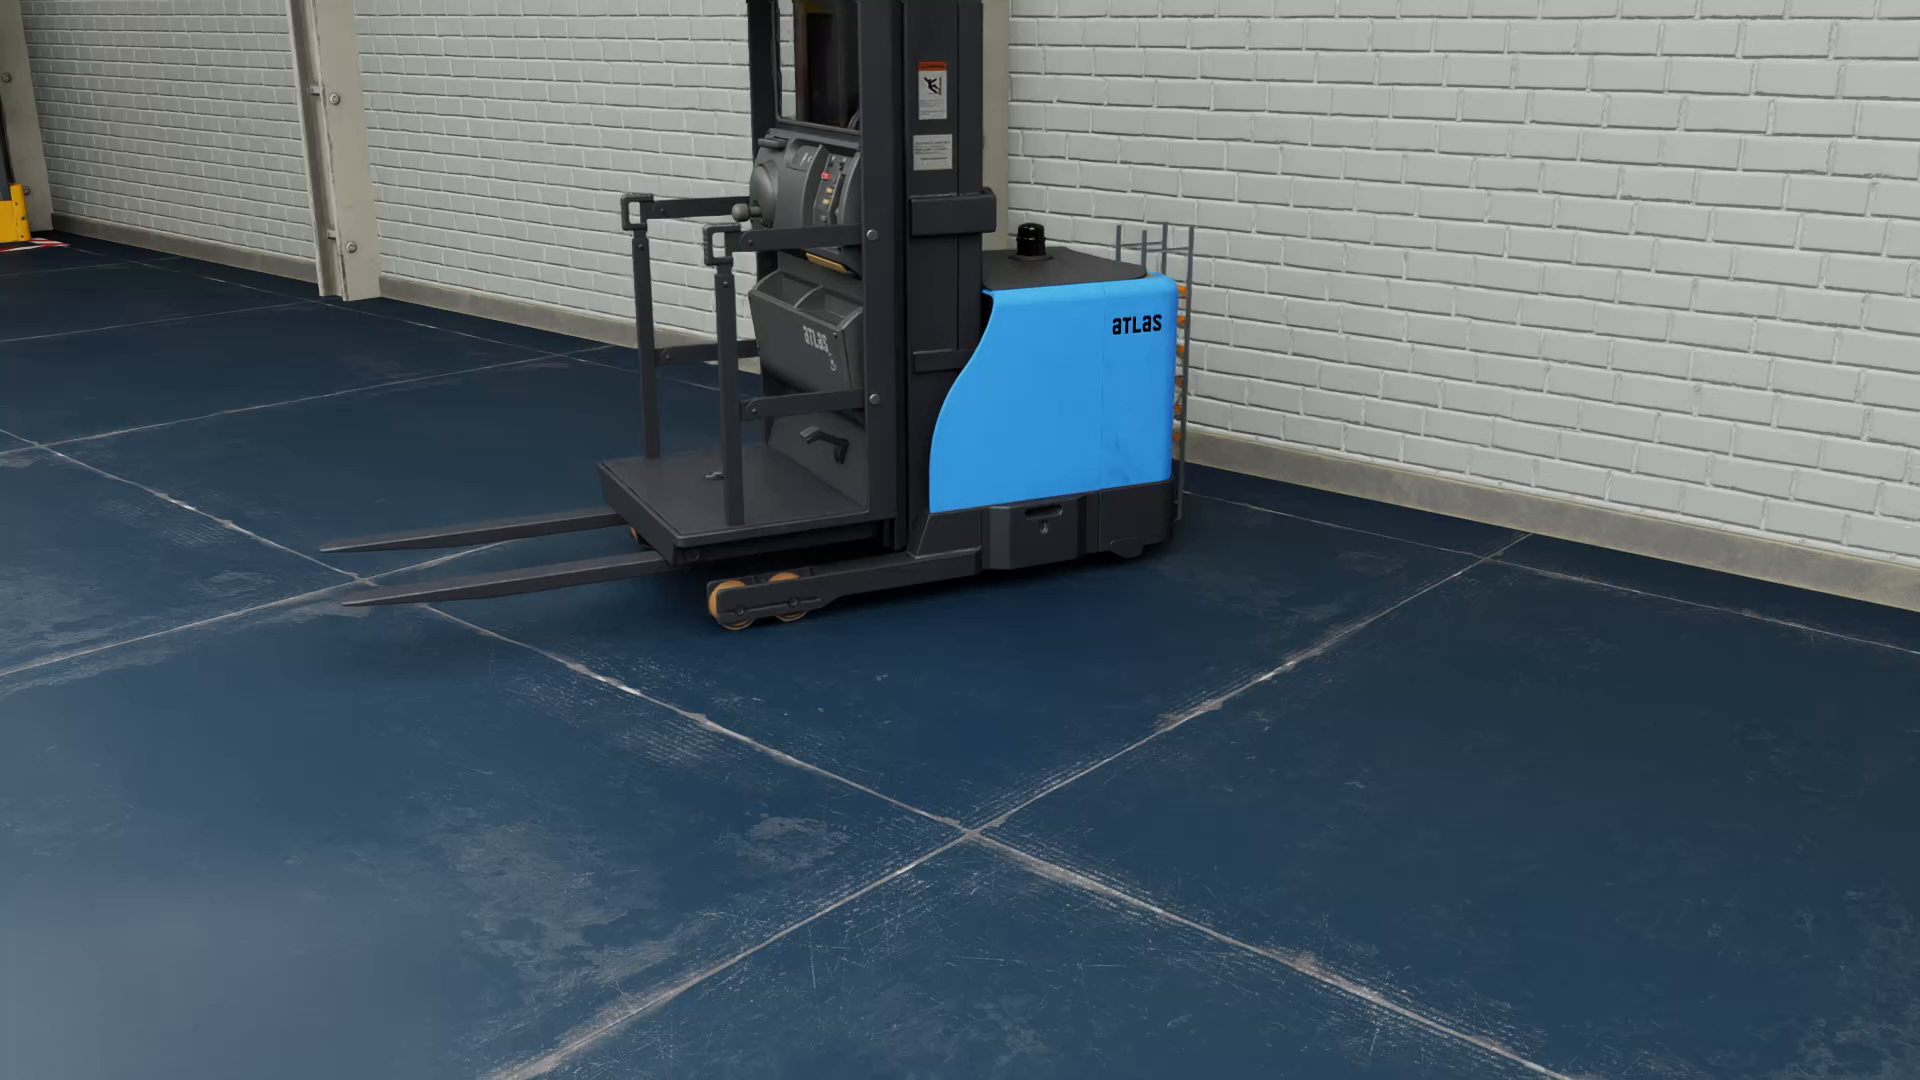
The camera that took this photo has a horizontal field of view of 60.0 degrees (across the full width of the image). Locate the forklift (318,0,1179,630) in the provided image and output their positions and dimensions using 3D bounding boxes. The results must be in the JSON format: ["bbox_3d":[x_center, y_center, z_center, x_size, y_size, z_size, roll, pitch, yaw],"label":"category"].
[{"bbox_3d":[-0.734,-1.273,5.778,3.031,2.935,1.130,-8,19,-25],"label":"forklift"}]

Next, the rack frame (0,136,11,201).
[{"bbox_3d":[-9.065,-4.099,14.568,0.127,3.000,1.000,15,23,39],"label":"rack frame"}]

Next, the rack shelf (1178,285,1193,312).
[{"bbox_3d":[0.767,-0.963,6.620,0.258,0.103,0.180,-9,20,-26],"label":"rack shelf"}]

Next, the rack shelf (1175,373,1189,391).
[{"bbox_3d":[0.767,-0.620,6.728,0.258,0.103,0.180,-9,20,-26],"label":"rack shelf"}]

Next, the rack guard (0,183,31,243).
[{"bbox_3d":[-9.047,-2.902,14.931,0.348,0.500,1.175,15,23,39],"label":"rack guard"}]

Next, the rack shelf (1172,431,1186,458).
[{"bbox_3d":[0.767,-0.391,6.801,0.258,0.103,0.180,-9,20,-26],"label":"rack shelf"}]

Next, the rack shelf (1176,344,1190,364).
[{"bbox_3d":[0.767,-0.734,6.692,0.258,0.103,0.180,-9,20,-26],"label":"rack shelf"}]

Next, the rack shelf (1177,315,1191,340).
[{"bbox_3d":[0.767,-0.849,6.656,0.258,0.103,0.180,-9,20,-26],"label":"rack shelf"}]

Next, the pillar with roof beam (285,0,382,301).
[{"bbox_3d":[-7.358,-5.123,7.878,0.400,9.000,9.100,15,23,39],"label":"pillar with roof beam"}]

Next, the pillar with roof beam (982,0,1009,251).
[{"bbox_3d":[-2.870,-3.918,4.082,0.400,9.000,9.100,15,23,39],"label":"pillar with roof beam"}]

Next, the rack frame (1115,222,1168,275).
[{"bbox_3d":[0.725,-0.687,6.792,0.240,1.200,0.006,-9,20,-26],"label":"rack frame"}]

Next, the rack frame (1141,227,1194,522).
[{"bbox_3d":[0.809,-0.638,6.638,0.240,1.200,0.006,-9,20,-26],"label":"rack frame"}]

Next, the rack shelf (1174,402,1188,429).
[{"bbox_3d":[0.767,-0.506,6.765,0.258,0.103,0.180,-9,20,-26],"label":"rack shelf"}]

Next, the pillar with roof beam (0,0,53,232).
[{"bbox_3d":[-11.845,-6.328,11.674,0.400,9.000,9.100,15,23,39],"label":"pillar with roof beam"}]

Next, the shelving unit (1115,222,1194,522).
[{"bbox_3d":[0.767,-0.662,6.715,0.258,1.200,0.189,-9,20,-26],"label":"shelving unit"}]
